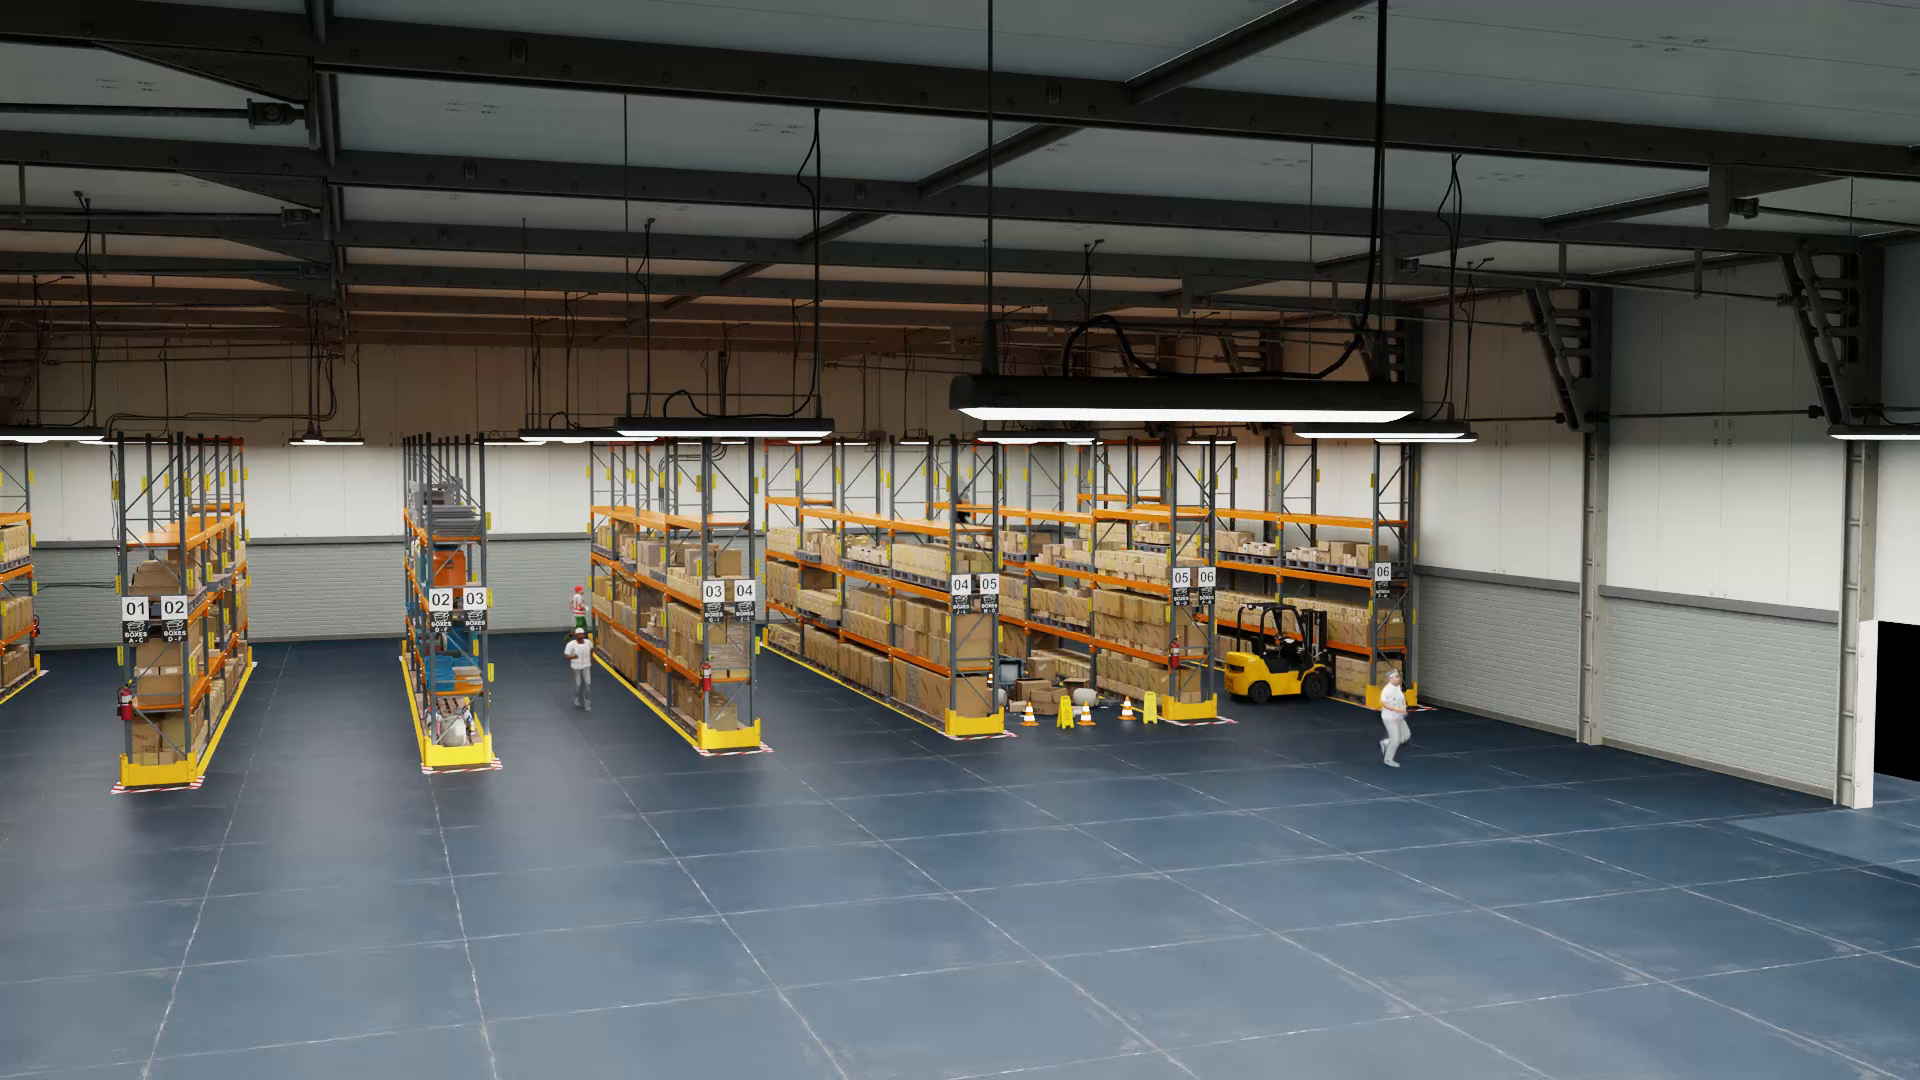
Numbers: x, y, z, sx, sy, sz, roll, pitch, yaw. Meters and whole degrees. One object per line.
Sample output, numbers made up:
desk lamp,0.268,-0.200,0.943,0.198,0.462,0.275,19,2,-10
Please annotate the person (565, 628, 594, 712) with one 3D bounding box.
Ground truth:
person,-8.313,2.820,36.390,0.681,1.824,0.830,-1,3,-24

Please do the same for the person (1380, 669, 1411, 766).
person,7.828,3.192,29.970,0.611,1.747,0.705,3,4,39

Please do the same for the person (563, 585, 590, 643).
person,-10.940,2.194,47.671,0.907,1.786,0.657,-1,3,-25

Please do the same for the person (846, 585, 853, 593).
person,-3.090,2.163,50.520,0.866,1.573,0.686,-1,3,-16
